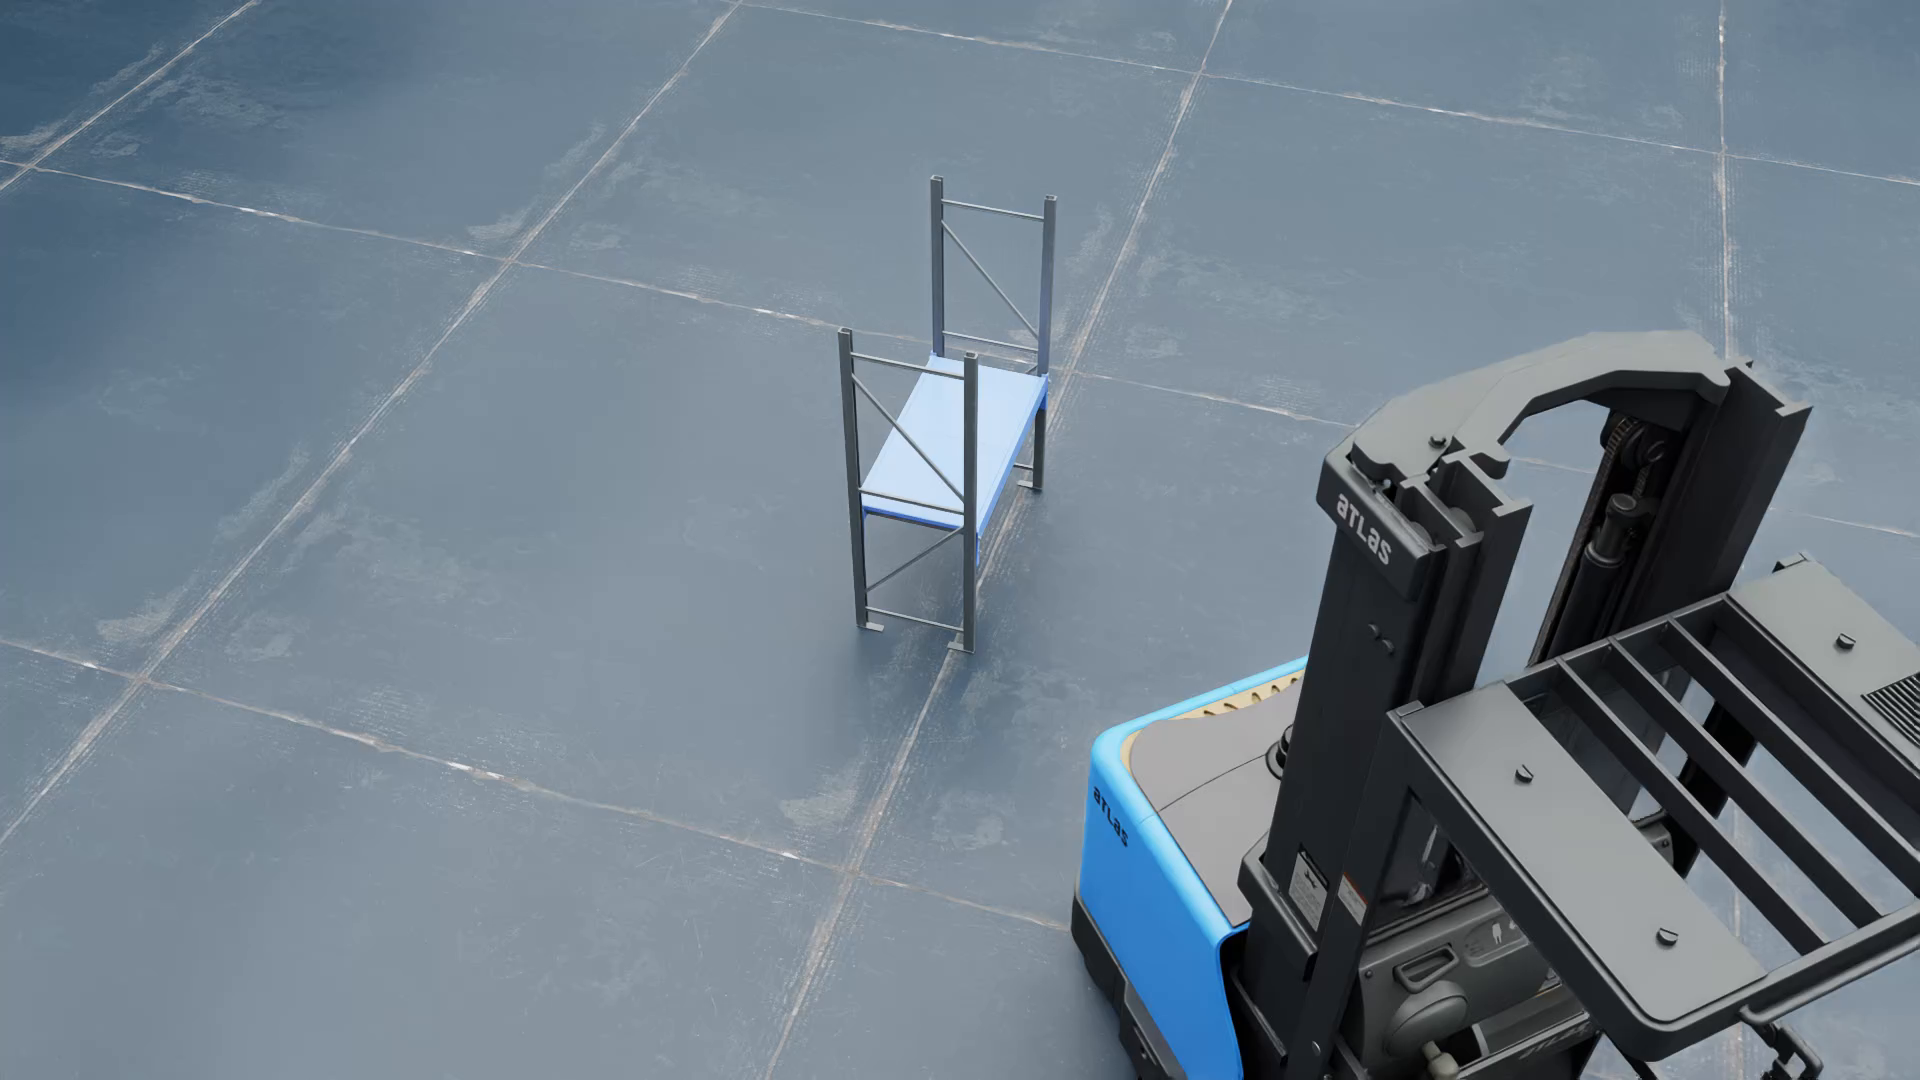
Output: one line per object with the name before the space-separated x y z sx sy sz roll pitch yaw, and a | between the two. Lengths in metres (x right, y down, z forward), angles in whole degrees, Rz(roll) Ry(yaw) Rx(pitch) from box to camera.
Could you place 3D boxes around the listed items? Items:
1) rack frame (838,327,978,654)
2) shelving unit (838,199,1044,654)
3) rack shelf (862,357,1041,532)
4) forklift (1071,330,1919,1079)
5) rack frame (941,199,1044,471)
rack frame | -0.180 -0.140 6.220 0.500 1.500 0.032 13 46 12
shelving unit | -0.027 -0.476 6.563 0.500 1.500 1.039 13 46 12
rack shelf | -0.026 -0.398 6.645 0.459 0.026 0.952 13 46 12
forklift | 1.451 1.107 3.922 1.130 2.935 3.031 -18 47 -17
rack frame | 0.130 -0.818 6.912 0.475 1.308 0.013 13 46 12
